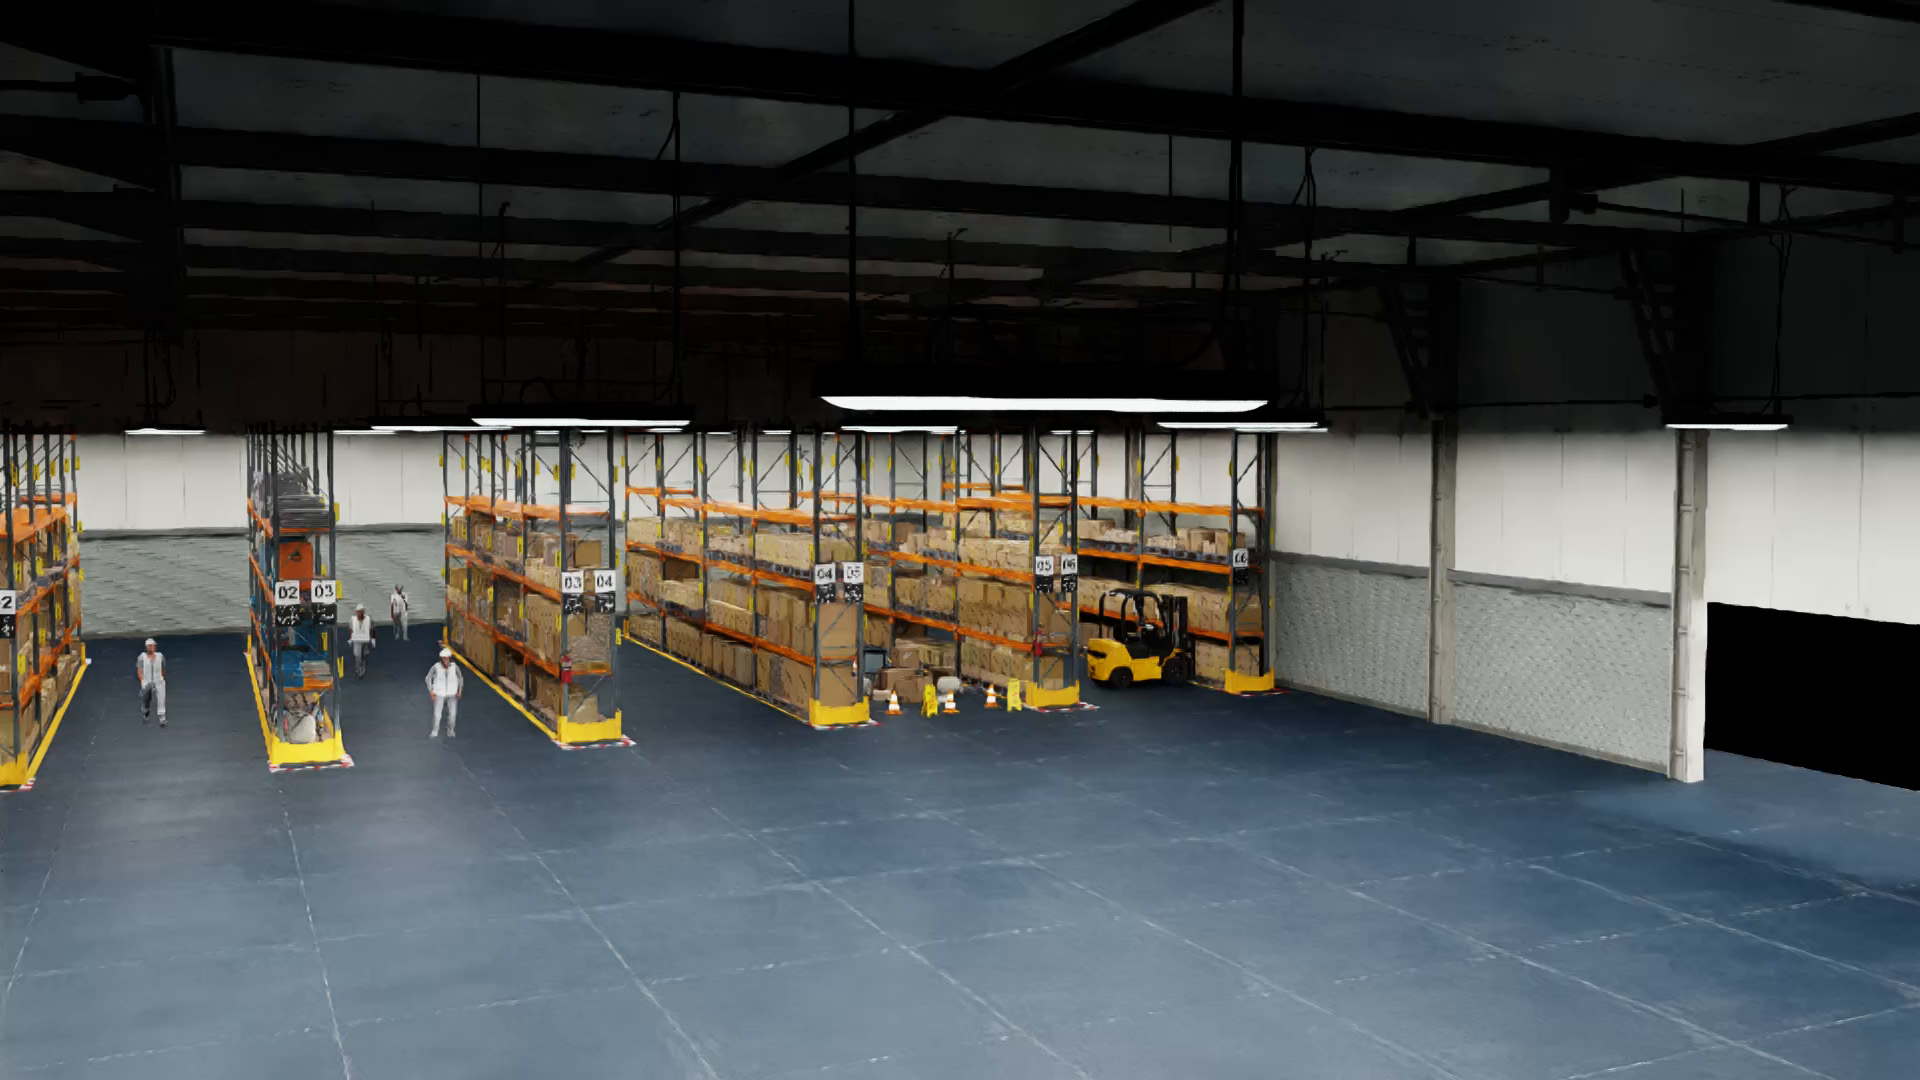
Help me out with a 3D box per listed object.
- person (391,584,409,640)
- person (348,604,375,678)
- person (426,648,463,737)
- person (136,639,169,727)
[{"bbox_3d":[-15.713,2.001,46.603,0.456,1.587,1.088,-1,4,-22],"label":"person"},{"bbox_3d":[-14.210,2.387,39.517,0.577,1.733,1.042,-2,4,-26],"label":"person"},{"bbox_3d":[-9.765,2.897,31.531,0.677,1.725,0.572,-2,4,-26],"label":"person"},{"bbox_3d":[-15.918,2.800,32.746,0.528,1.727,1.032,-2,4,-33],"label":"person"}]
